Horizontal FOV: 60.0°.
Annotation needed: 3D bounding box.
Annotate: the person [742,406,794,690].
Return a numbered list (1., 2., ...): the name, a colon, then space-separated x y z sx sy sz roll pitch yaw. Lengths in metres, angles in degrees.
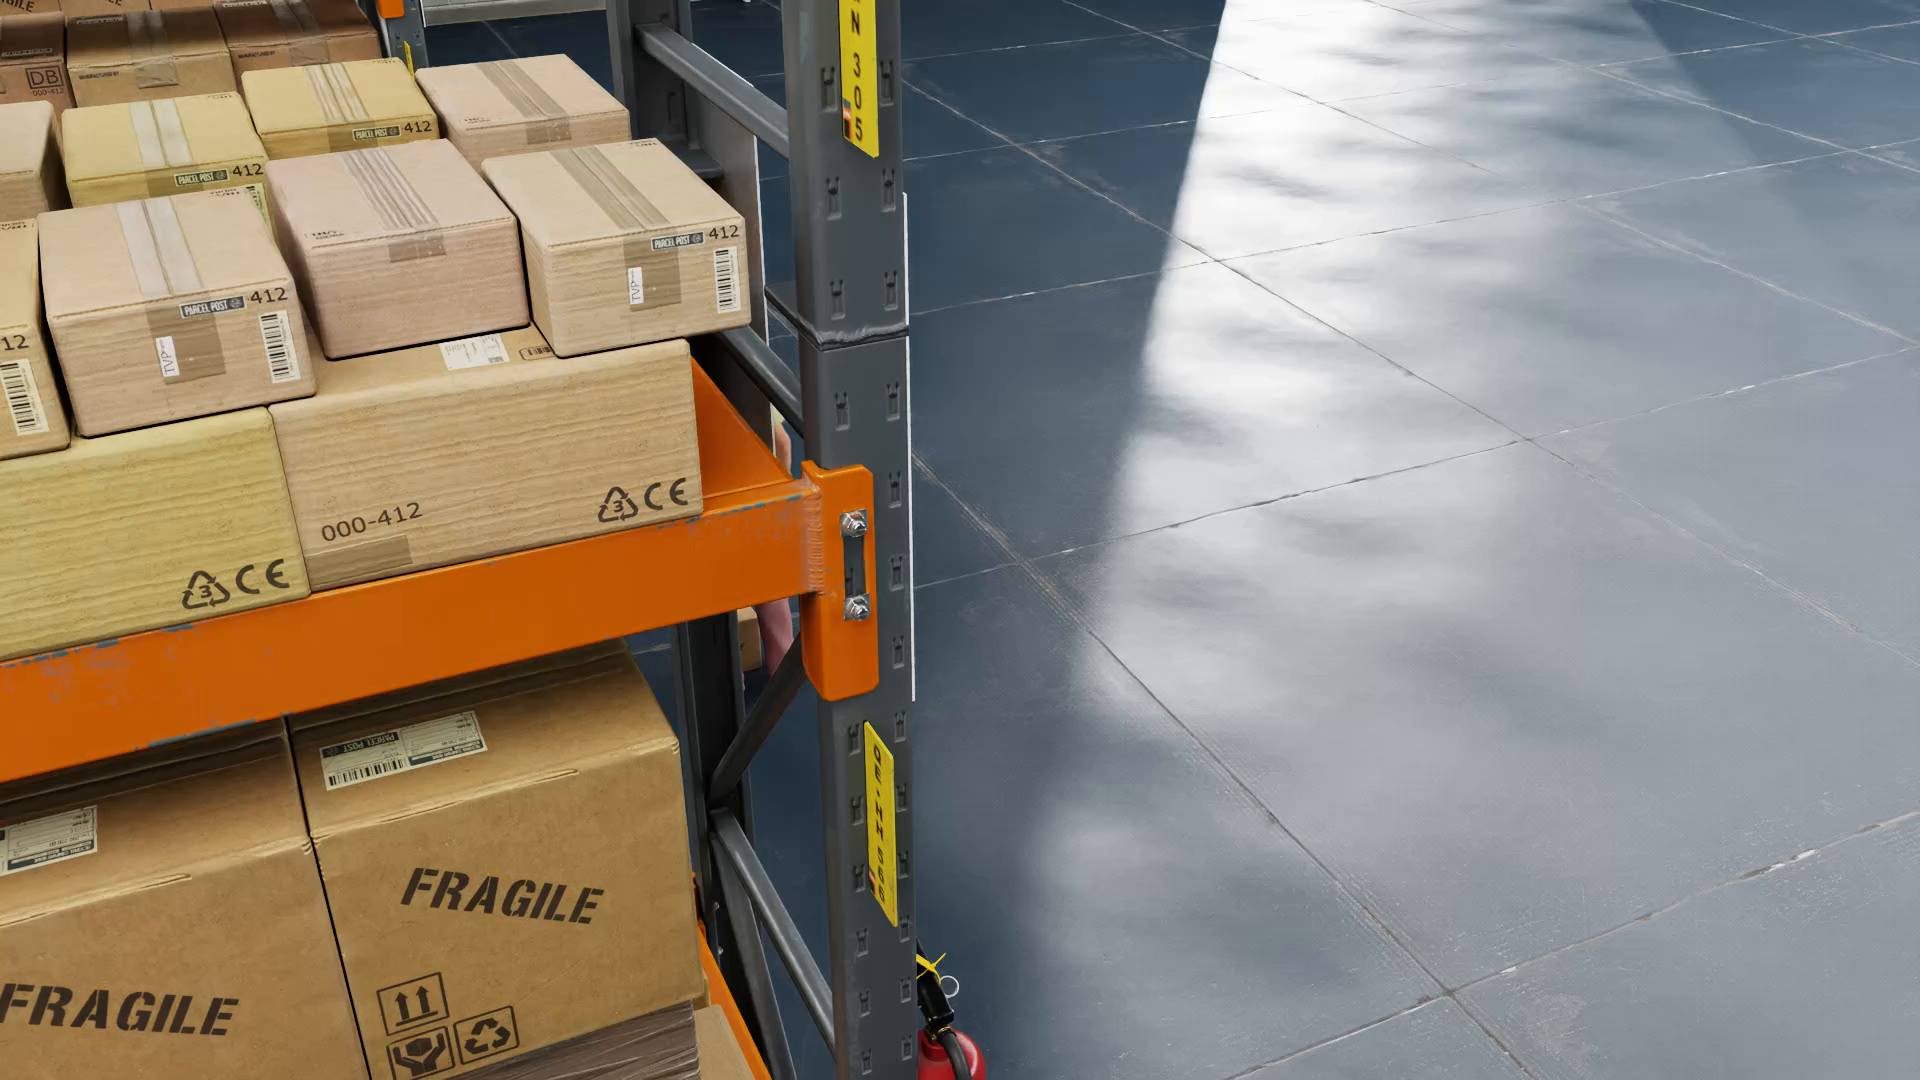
1. person: -0.881 -0.118 6.337 0.520 1.673 0.358 -15 33 -24
